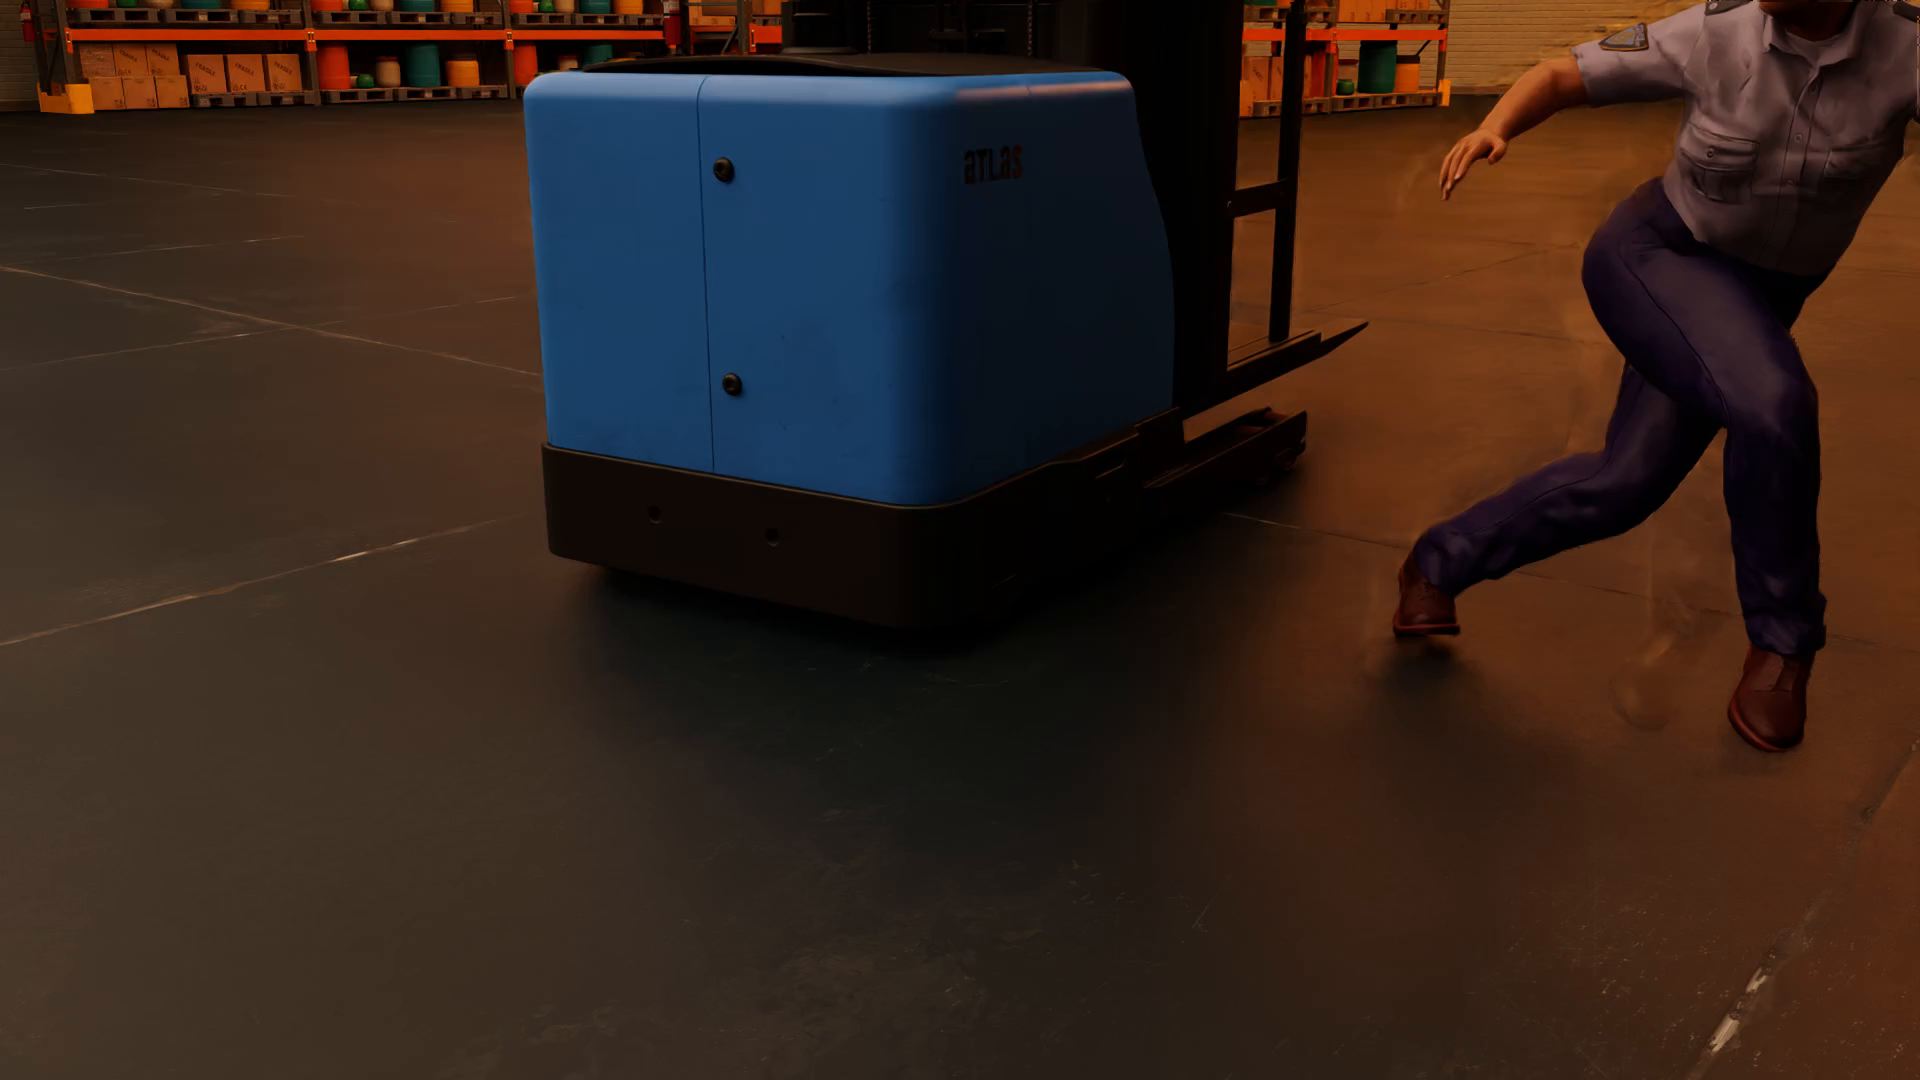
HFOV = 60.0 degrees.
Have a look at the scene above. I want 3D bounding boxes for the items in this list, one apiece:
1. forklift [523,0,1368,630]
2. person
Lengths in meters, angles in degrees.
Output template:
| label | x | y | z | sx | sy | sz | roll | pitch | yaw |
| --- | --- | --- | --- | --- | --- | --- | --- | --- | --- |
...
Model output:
| label | x | y | z | sx | sy | sz | roll | pitch | yaw |
| --- | --- | --- | --- | --- | --- | --- | --- | --- | --- |
| forklift | 0.299 | -1.606 | 4.187 | 1.130 | 2.935 | 3.031 | 10 | 20 | 30 |
| person | 1.248 | -0.388 | 2.813 | 0.899 | 1.431 | 0.981 | -2 | 17 | -5 |
